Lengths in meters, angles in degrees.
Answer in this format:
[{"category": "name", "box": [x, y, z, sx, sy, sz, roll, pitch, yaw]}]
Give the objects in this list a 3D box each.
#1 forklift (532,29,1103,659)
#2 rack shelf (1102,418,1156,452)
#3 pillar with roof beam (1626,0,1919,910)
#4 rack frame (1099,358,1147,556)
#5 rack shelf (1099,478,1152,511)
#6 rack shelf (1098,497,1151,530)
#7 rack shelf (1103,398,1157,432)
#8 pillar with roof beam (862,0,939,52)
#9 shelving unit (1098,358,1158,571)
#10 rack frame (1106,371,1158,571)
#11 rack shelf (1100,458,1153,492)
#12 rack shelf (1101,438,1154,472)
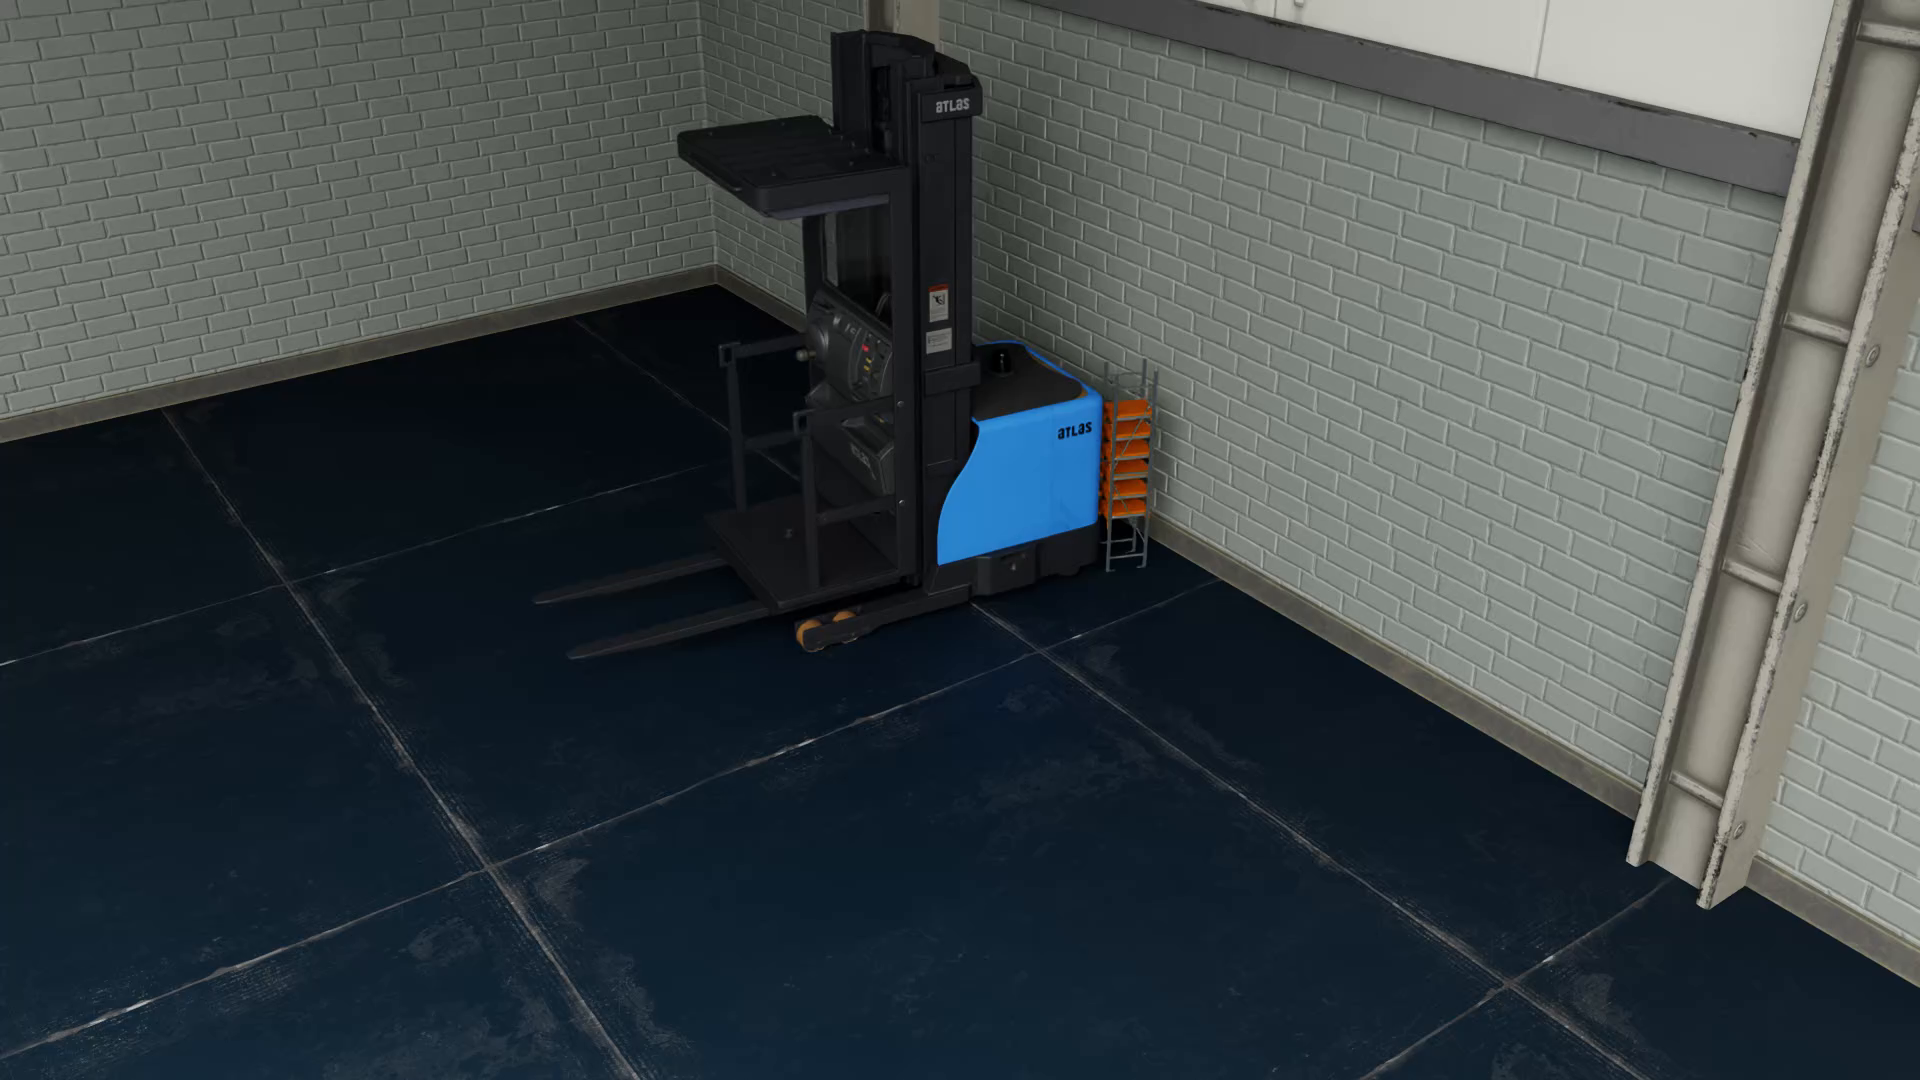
[{"category": "forklift", "box": [-0.755, -0.990, 8.502, 3.031, 2.935, 1.130, -14, 32, -25]}, {"category": "rack shelf", "box": [0.922, -0.578, 9.148, 0.258, 0.103, 0.180, -7, 29, -12]}, {"category": "pillar with roof beam", "box": [-0.389, -1.342, 2.793, 9.100, 9.000, 0.400, -19, 34, -31]}, {"category": "rack frame", "box": [0.901, -0.449, 9.319, 0.240, 1.200, 0.006, -7, 29, -12]}, {"category": "rack shelf", "box": [0.922, -0.262, 9.319, 0.258, 0.103, 0.180, -7, 29, -12]}, {"category": "rack shelf", "box": [0.922, -0.156, 9.376, 0.258, 0.103, 0.180, -7, 29, -12]}, {"category": "rack shelf", "box": [0.922, -0.684, 9.091, 0.258, 0.103, 0.180, -7, 29, -12]}, {"category": "pillar with roof beam", "box": [-3.869, -3.675, 7.088, 9.100, 9.000, 0.400, -19, 34, -31]}, {"category": "shelving unit", "box": [0.922, -0.407, 9.241, 0.258, 1.200, 0.189, -7, 29, -12]}, {"category": "rack frame", "box": [0.943, -0.364, 9.163, 0.240, 1.200, 0.006, -7, 29, -12]}, {"category": "rack shelf", "box": [0.922, -0.367, 9.262, 0.258, 0.103, 0.180, -7, 29, -12]}, {"category": "rack shelf", "box": [0.922, -0.473, 9.205, 0.258, 0.103, 0.180, -7, 29, -12]}]
